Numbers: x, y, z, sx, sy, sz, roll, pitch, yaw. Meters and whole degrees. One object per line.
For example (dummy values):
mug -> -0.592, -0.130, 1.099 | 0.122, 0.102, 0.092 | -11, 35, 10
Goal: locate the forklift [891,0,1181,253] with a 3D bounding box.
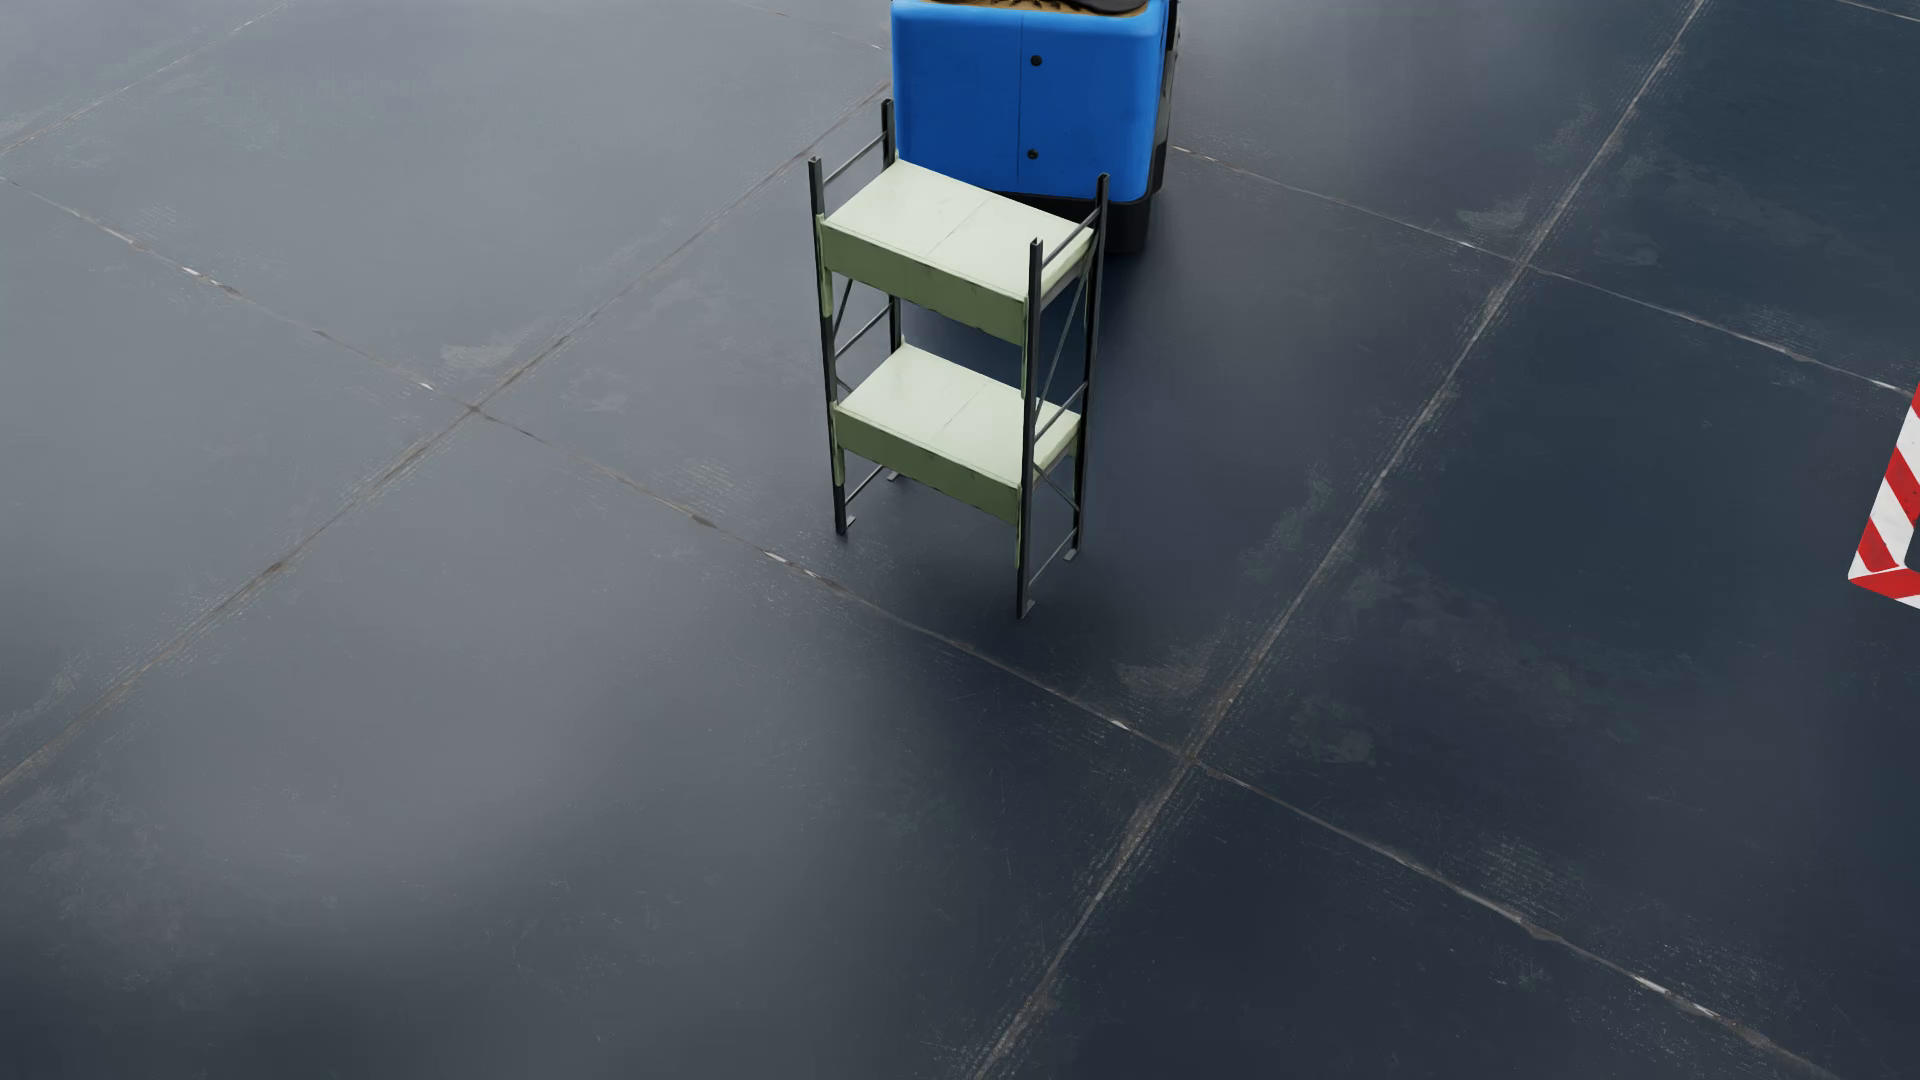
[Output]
forklift -> 0.462, -3.260, 6.874 | 1.130, 2.935, 3.031 | 6, 46, 6

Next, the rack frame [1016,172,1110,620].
rack frame -> 0.302, -0.384, 5.077 | 0.023, 1.500, 0.400 | 25, 51, 22

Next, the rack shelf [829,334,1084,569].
rack shelf -> -0.006, -0.298, 5.448 | 0.720, 0.370, 0.431 | 25, 51, 22

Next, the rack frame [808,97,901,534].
rack frame -> -0.314, -0.667, 5.352 | 0.023, 1.500, 0.400 | 25, 51, 22

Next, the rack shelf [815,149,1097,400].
rack shelf -> -0.006, -0.797, 4.935 | 0.720, 0.370, 0.431 | 25, 51, 22

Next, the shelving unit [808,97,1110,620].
shelving unit -> -0.006, -0.525, 5.215 | 0.755, 1.500, 0.431 | 25, 51, 22
